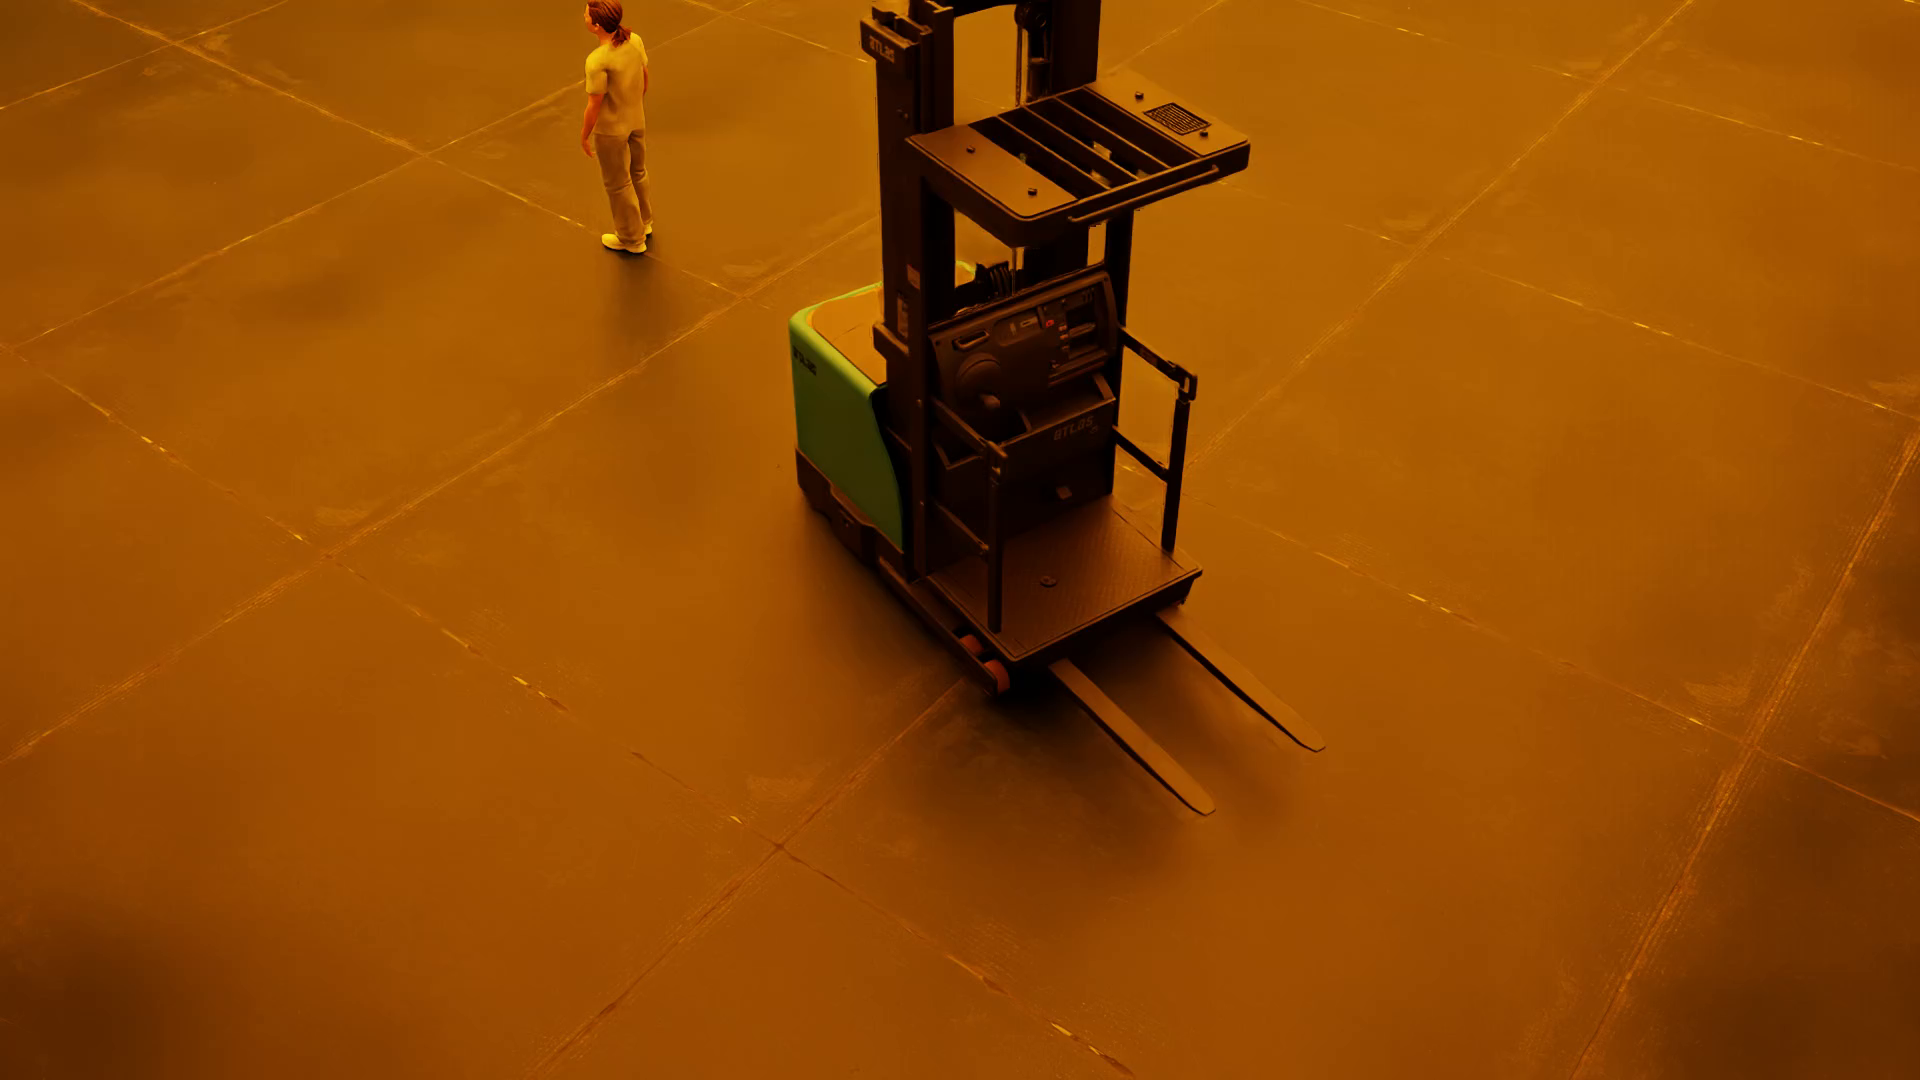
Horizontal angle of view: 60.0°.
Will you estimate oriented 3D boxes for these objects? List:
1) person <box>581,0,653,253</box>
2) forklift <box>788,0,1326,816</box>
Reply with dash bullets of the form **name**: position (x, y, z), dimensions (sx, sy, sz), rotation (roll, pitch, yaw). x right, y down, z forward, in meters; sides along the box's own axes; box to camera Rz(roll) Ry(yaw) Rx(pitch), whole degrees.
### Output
- **person**: position (-2.092, -2.493, 9.954), dimensions (0.549, 1.675, 0.549), rotation (22, 45, 24)
- **forklift**: position (0.407, -0.769, 6.976), dimensions (1.130, 2.935, 3.031), rotation (-24, 46, -25)
